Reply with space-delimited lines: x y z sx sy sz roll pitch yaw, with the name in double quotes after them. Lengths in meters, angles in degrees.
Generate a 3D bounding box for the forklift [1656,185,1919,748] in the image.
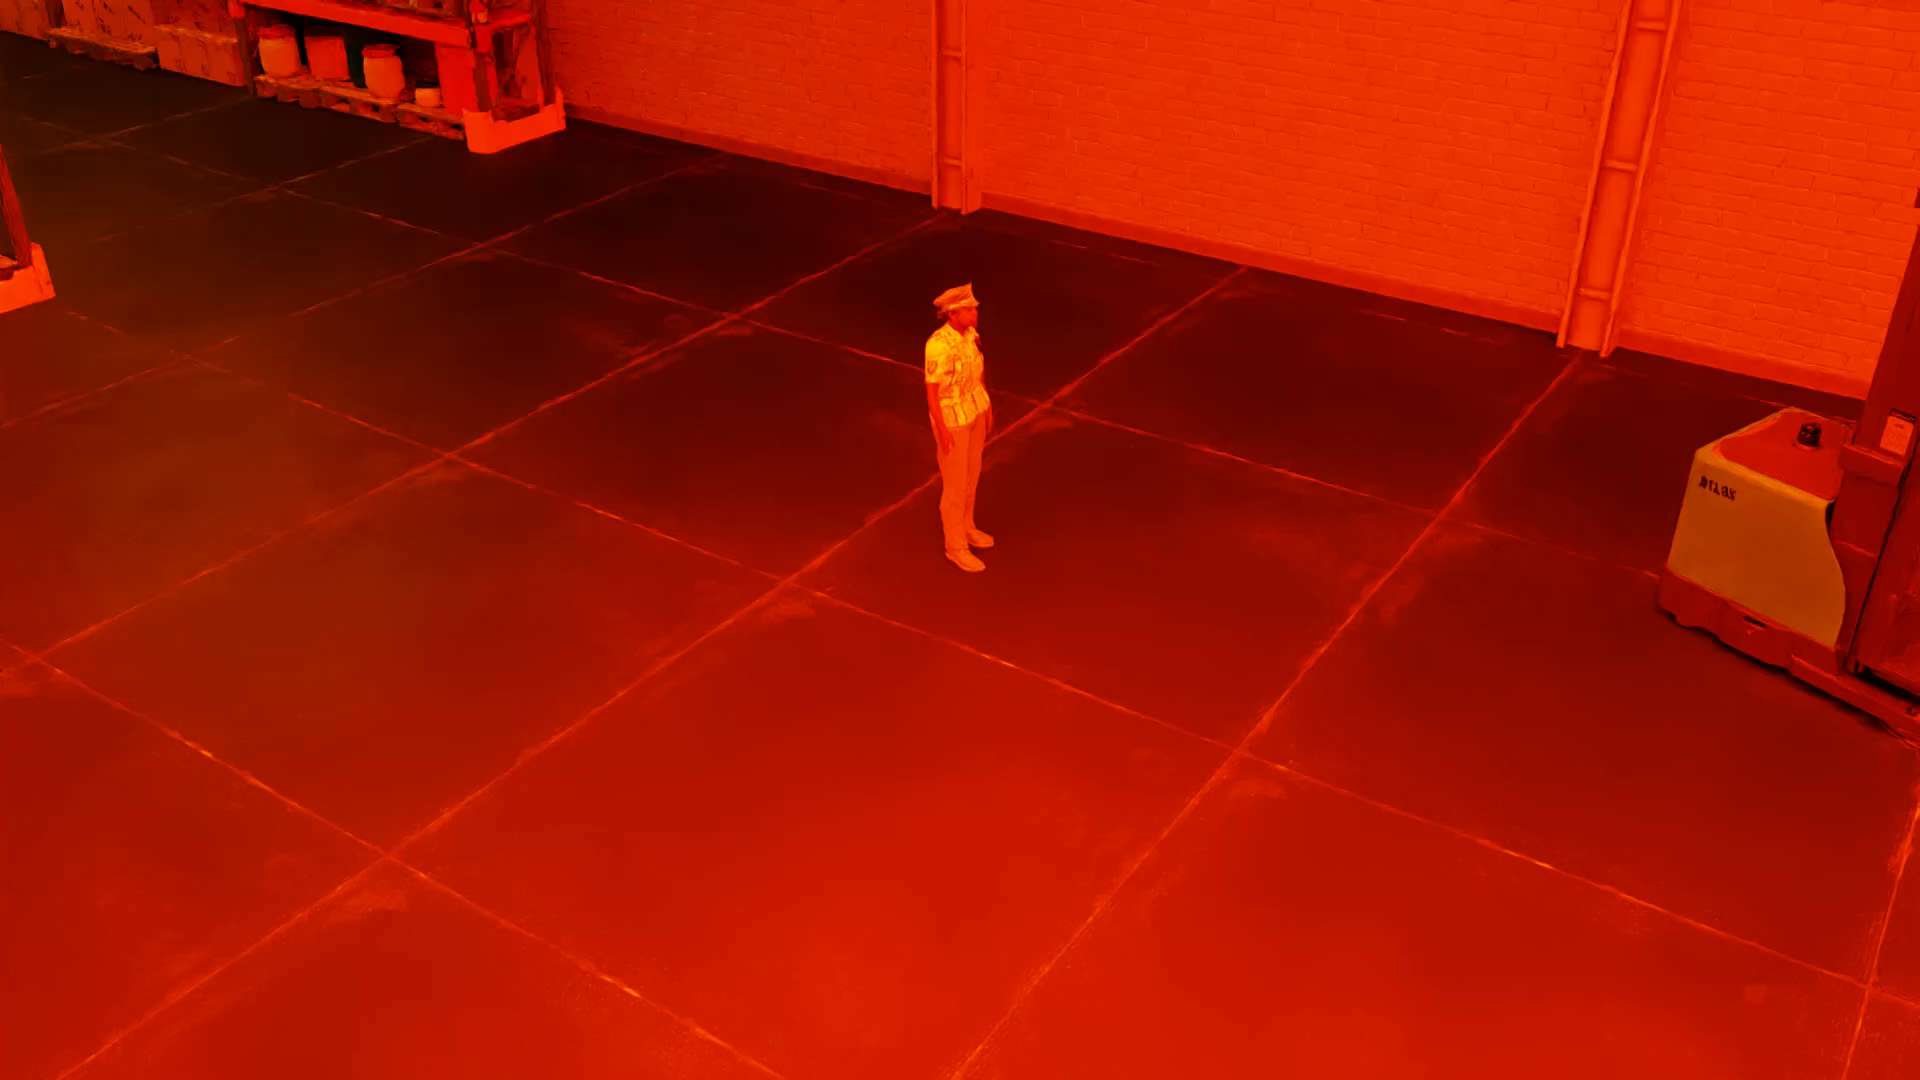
5.346 -0.389 8.251 1.130 2.935 3.031 -20 36 -31 "forklift"

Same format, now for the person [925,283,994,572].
0.051 -0.710 10.020 0.529 1.695 0.570 19 35 29 "person"
